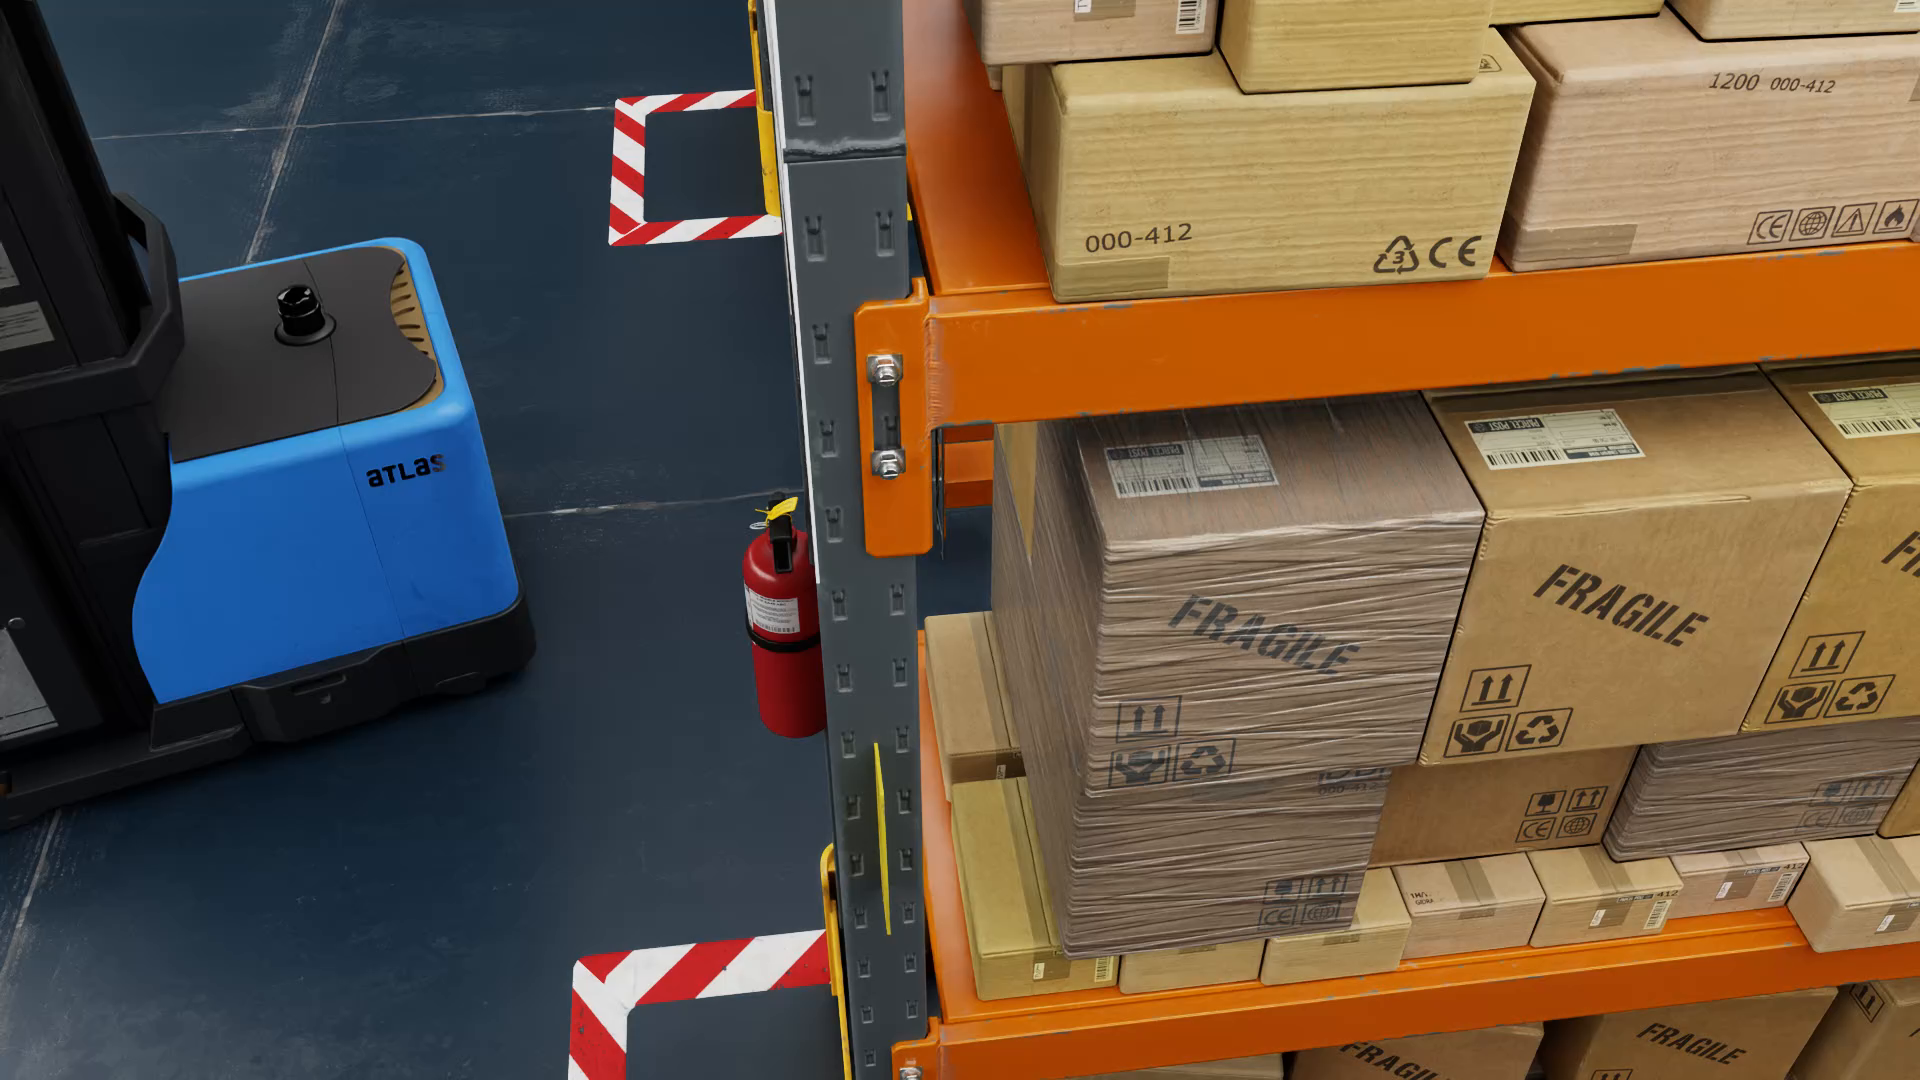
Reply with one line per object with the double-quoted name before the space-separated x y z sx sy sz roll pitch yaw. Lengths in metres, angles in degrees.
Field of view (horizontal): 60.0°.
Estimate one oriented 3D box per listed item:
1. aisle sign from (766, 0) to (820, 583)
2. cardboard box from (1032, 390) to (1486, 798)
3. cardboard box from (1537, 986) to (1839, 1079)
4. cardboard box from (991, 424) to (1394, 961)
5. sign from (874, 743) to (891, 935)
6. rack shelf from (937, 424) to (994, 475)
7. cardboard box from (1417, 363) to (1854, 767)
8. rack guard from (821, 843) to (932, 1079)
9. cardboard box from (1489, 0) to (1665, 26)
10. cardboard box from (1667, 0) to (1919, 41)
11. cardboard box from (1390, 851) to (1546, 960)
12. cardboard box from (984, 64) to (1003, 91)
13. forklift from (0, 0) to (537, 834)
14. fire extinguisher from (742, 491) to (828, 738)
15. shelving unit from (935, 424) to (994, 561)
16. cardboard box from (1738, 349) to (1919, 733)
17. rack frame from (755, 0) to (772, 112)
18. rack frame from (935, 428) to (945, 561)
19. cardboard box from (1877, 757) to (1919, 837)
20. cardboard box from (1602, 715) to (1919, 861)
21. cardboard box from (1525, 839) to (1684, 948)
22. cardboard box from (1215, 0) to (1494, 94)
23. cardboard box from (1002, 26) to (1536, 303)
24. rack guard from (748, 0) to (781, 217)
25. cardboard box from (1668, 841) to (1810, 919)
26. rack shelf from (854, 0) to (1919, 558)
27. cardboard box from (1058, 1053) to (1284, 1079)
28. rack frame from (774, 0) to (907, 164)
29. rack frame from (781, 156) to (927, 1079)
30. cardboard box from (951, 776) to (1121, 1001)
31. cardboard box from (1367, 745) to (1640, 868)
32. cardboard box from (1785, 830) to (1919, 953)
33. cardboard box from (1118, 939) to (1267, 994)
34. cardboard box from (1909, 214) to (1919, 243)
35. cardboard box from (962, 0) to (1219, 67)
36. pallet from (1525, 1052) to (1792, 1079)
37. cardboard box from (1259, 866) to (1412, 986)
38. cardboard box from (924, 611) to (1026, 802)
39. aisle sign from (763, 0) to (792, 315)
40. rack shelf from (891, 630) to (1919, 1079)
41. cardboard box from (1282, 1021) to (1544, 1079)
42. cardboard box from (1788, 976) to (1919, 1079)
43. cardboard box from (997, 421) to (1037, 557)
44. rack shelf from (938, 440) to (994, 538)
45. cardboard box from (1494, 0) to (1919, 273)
"aisle sign" -0.204 -0.368 1.978 0.004 0.787 0.394 -5 42 -6
"cardboard box" 0.399 0.007 2.460 0.500 0.500 0.500 -5 42 -6
"cardboard box" 1.651 1.005 3.949 0.500 0.500 0.500 -1 42 -2
"cardboard box" 0.367 0.215 2.975 0.500 0.500 0.875 -5 42 -6
"sign" -0.111 0.431 2.386 0.005 0.325 0.100 -5 42 -6
"rack shelf" 0.053 -0.387 5.411 0.240 0.259 0.215 -5 42 -6
"cardboard box" 0.896 -0.032 2.503 0.500 0.500 0.500 -5 42 -6
"rack guard" -0.107 1.314 3.920 0.348 0.500 1.175 -5 42 -6
"cardboard box" 0.625 -0.746 1.913 0.250 0.149 0.380 -6 42 -6
"cardboard box" 0.905 -0.723 1.886 0.250 0.149 0.380 -3 42 -4
"cardboard box" 0.877 0.563 3.074 0.250 0.149 0.380 -5 42 -6
"cardboard box" 0.263 -0.876 2.355 0.500 0.250 0.500 -4 42 -5
"forklift" -2.908 -0.586 4.211 3.031 2.935 1.130 -15 44 -16
"fire extinguisher" -0.355 0.125 3.430 0.183 0.674 0.296 -5 42 -6
"shelving unit" 0.053 -0.394 5.404 0.252 1.050 0.215 -5 42 -6
"cardboard box" 1.391 -0.076 2.552 0.500 0.500 0.500 -5 42 -6
"rack frame" -0.824 -2.897 6.722 0.127 3.000 1.000 -5 42 -6
"rack frame" -0.068 -0.384 5.392 0.008 1.050 0.200 -5 42 -6
"cardboard box" 1.846 0.042 3.168 0.500 0.500 0.875 -5 42 -6
"cardboard box" 1.349 0.077 3.128 0.500 0.500 0.875 -5 42 -6
"cardboard box" 1.126 0.546 3.093 0.250 0.149 0.380 -5 42 -6
"cardboard box" 0.391 -0.643 1.798 0.250 0.149 0.380 -4 42 -5
"cardboard box" 0.329 -0.536 1.977 0.500 0.250 0.500 -4 42 -4
"rack guard" -0.755 -2.007 7.602 0.348 0.500 1.175 -5 42 -6
"cardboard box" 1.370 0.506 3.137 0.250 0.149 0.380 -5 42 -6
"rack shelf" 1.801 -0.628 2.504 4.000 0.370 1.077 -5 42 -6
"cardboard box" 0.439 1.121 3.820 0.500 0.500 0.500 2 42 2
"rack frame" -0.182 -1.835 1.066 0.127 3.000 1.000 -5 42 -6
"rack frame" -0.182 0.392 3.076 0.127 3.000 1.000 -5 42 -6
"cardboard box" 0.132 0.619 3.012 0.250 0.149 0.380 -5 42 -6
"cardboard box" 0.847 0.092 3.112 0.500 0.500 0.875 -5 42 -6
"cardboard box" 1.632 0.553 3.085 0.250 0.149 0.380 -5 42 -6
"cardboard box" 0.382 0.610 3.022 0.250 0.149 0.380 -5 42 -6
"cardboard box" 1.332 -0.625 2.076 0.500 0.250 0.500 -5 42 -6
"cardboard box" 0.121 -0.684 1.844 0.250 0.149 0.380 -5 42 -6
"pallet" 1.911 1.270 4.184 1.213 0.211 1.003 -5 42 -6
"cardboard box" 0.632 0.598 3.035 0.250 0.149 0.380 -5 42 -6
"cardboard box" 0.074 0.324 3.339 0.250 0.149 0.380 -5 42 -6
"aisle sign" -0.282 -0.767 2.420 0.004 0.787 0.394 -5 42 -6
"rack shelf" 1.801 0.486 3.509 4.000 0.370 1.077 -5 42 -6
"cardboard box" 1.028 1.047 3.903 0.500 0.500 0.500 5 42 6
"cardboard box" 2.210 0.986 3.970 0.500 0.500 0.500 -9 43 -9
"cardboard box" 0.331 -0.338 2.842 0.500 0.500 0.500 -5 42 -6
"rack shelf" 0.053 -0.180 5.597 0.240 0.259 0.215 -5 42 -6
"cardboard box" 0.840 -0.585 2.031 0.500 0.250 0.500 -6 42 -6
